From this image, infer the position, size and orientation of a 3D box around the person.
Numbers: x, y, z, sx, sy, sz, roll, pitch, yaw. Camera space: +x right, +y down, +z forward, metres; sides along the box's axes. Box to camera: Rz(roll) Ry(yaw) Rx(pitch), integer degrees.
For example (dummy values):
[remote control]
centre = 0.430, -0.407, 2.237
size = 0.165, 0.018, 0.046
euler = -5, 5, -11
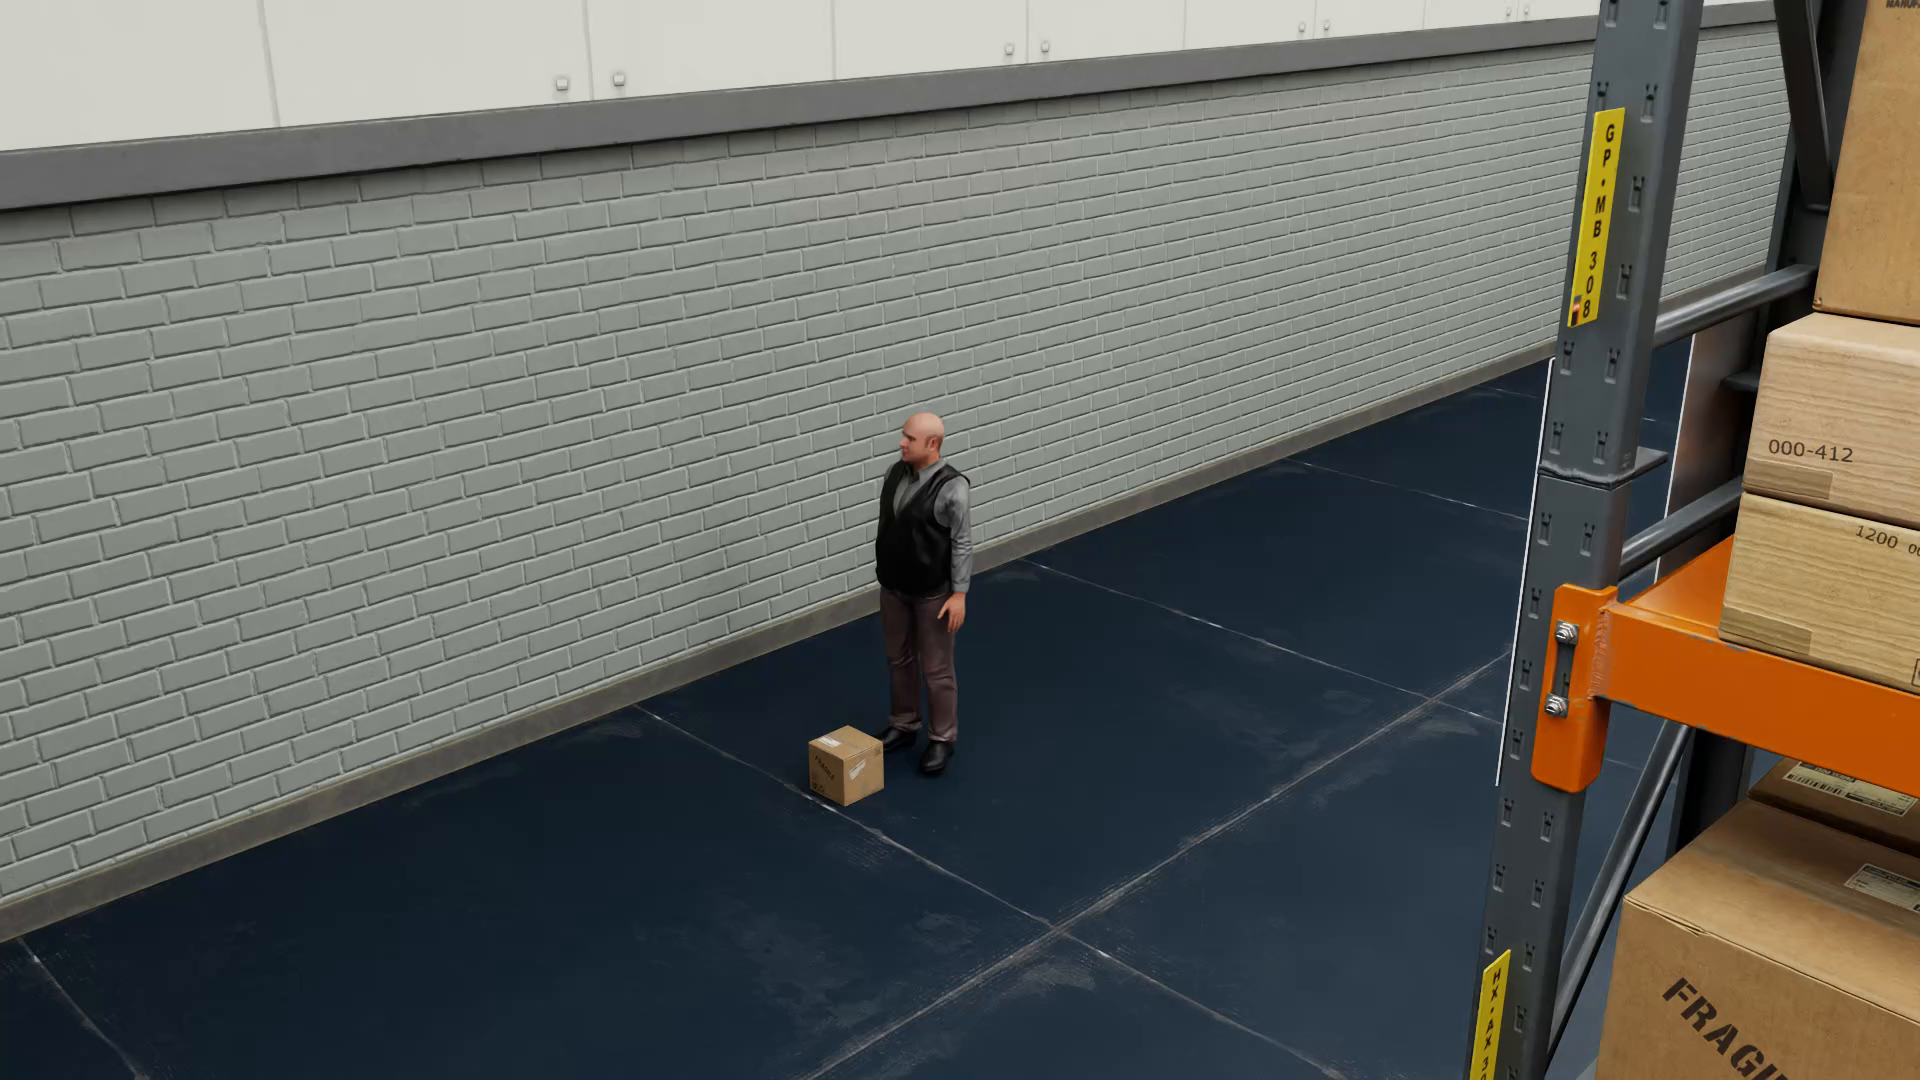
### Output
[person]
centre = -0.196, 0.236, 7.908
size = 0.548, 1.726, 0.378
euler = 16, 26, 37
